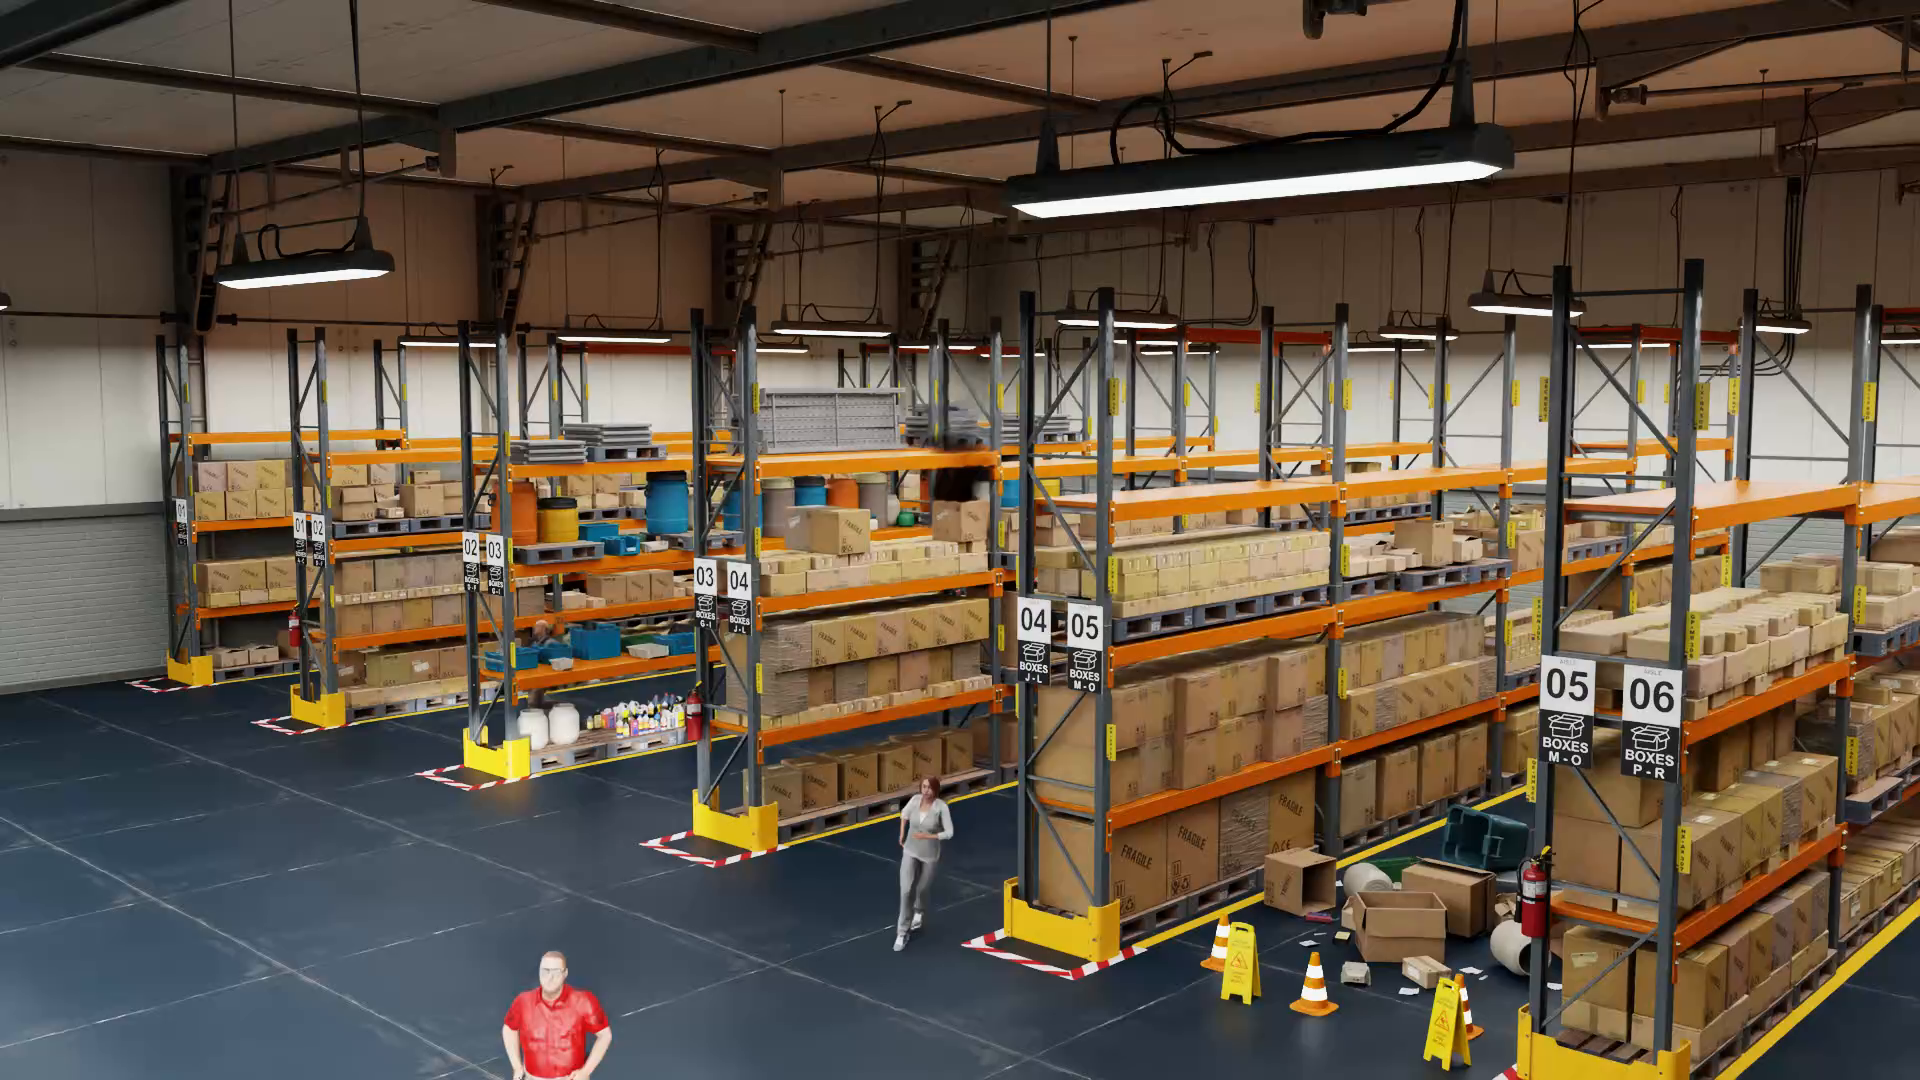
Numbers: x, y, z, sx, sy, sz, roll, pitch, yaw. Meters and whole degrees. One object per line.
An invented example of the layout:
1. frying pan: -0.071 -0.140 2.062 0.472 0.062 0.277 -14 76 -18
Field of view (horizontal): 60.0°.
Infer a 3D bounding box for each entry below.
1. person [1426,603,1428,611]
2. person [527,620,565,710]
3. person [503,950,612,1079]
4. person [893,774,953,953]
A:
1. person: 7.711 1.762 27.192 0.604 1.656 0.934 4 7 36
2. person: -6.171 2.023 24.467 0.676 1.686 0.971 5 7 43
3. person: -2.483 3.358 10.232 0.679 1.702 0.810 0 5 -5
4. person: -0.303 2.944 15.402 0.532 1.627 0.744 1 5 11
